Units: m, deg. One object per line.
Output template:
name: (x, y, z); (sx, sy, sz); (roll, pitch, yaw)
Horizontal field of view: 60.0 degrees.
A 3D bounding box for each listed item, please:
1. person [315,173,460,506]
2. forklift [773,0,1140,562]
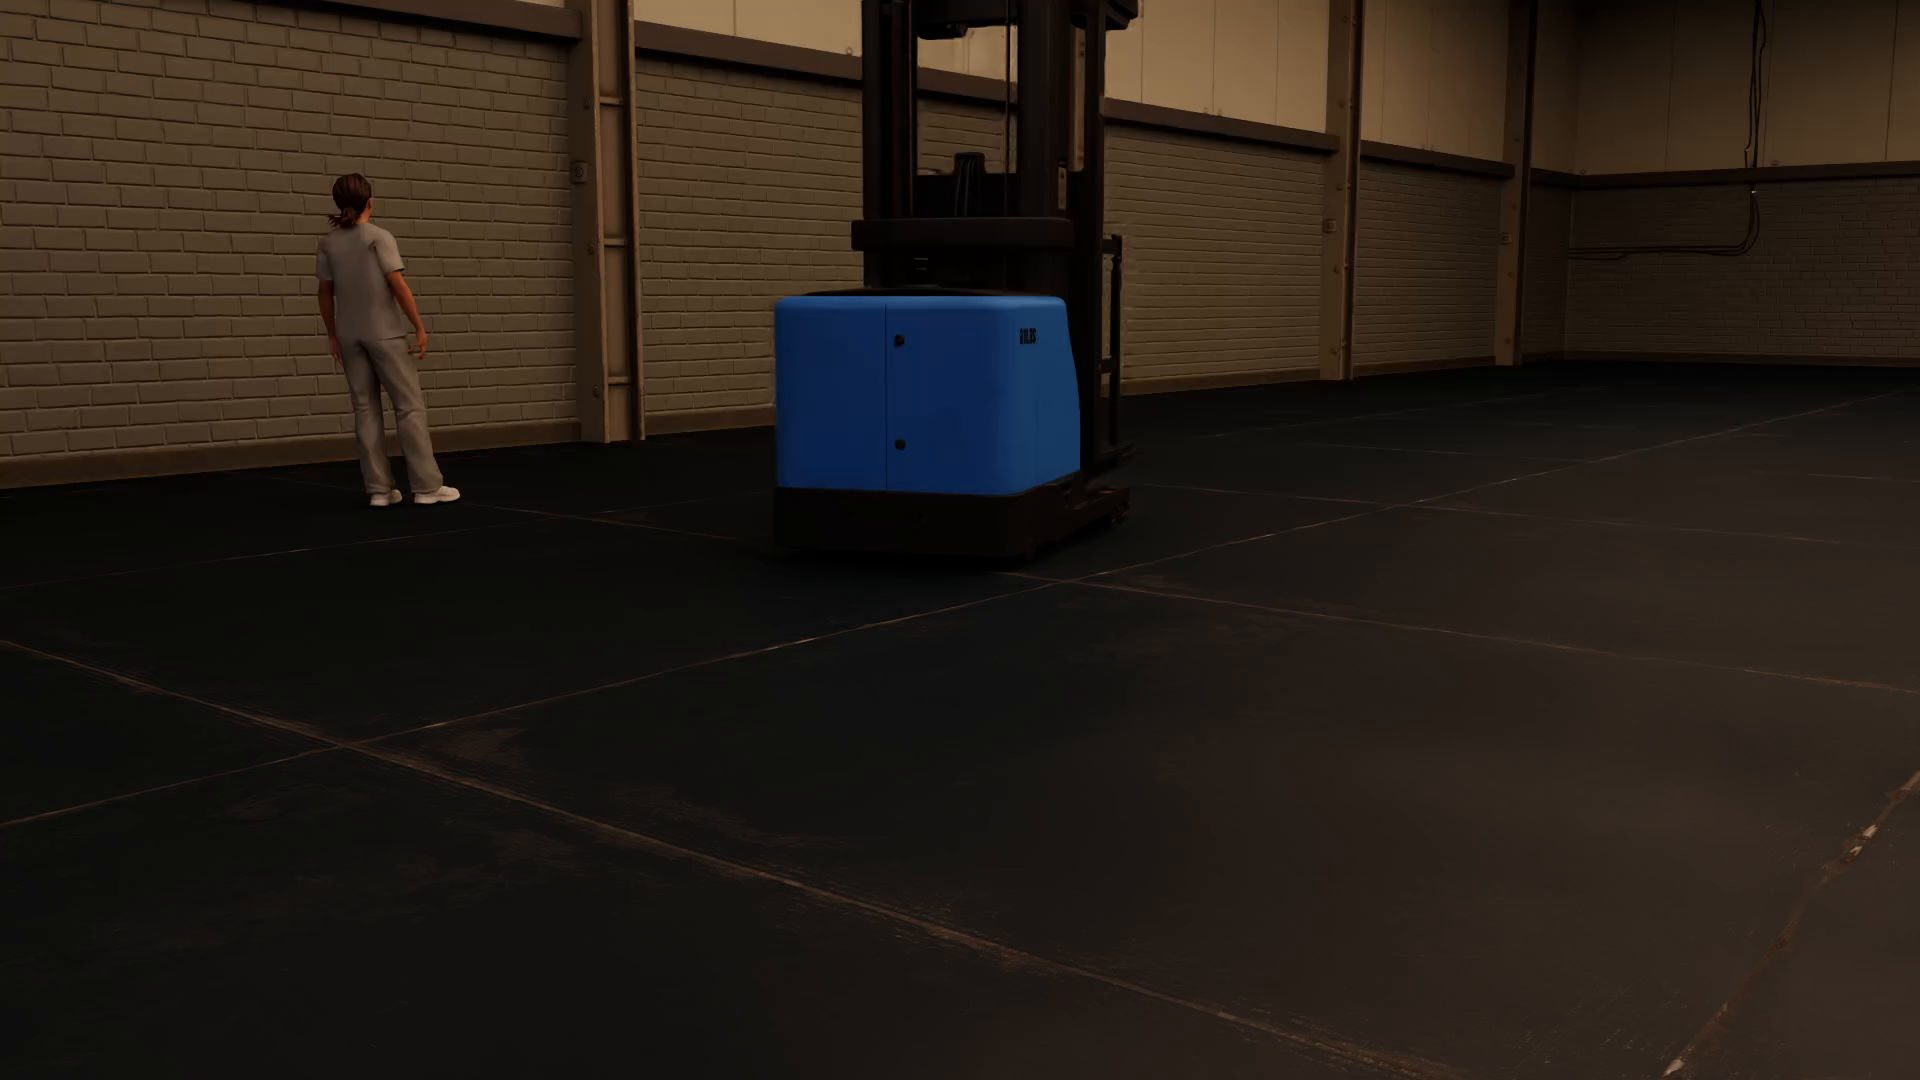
person: (-2.952, -1.012, 8.484); (0.548, 1.673, 0.550); (2, 8, 11)
forklift: (0.193, -1.539, 7.801); (1.130, 2.935, 3.031); (3, 9, 19)
